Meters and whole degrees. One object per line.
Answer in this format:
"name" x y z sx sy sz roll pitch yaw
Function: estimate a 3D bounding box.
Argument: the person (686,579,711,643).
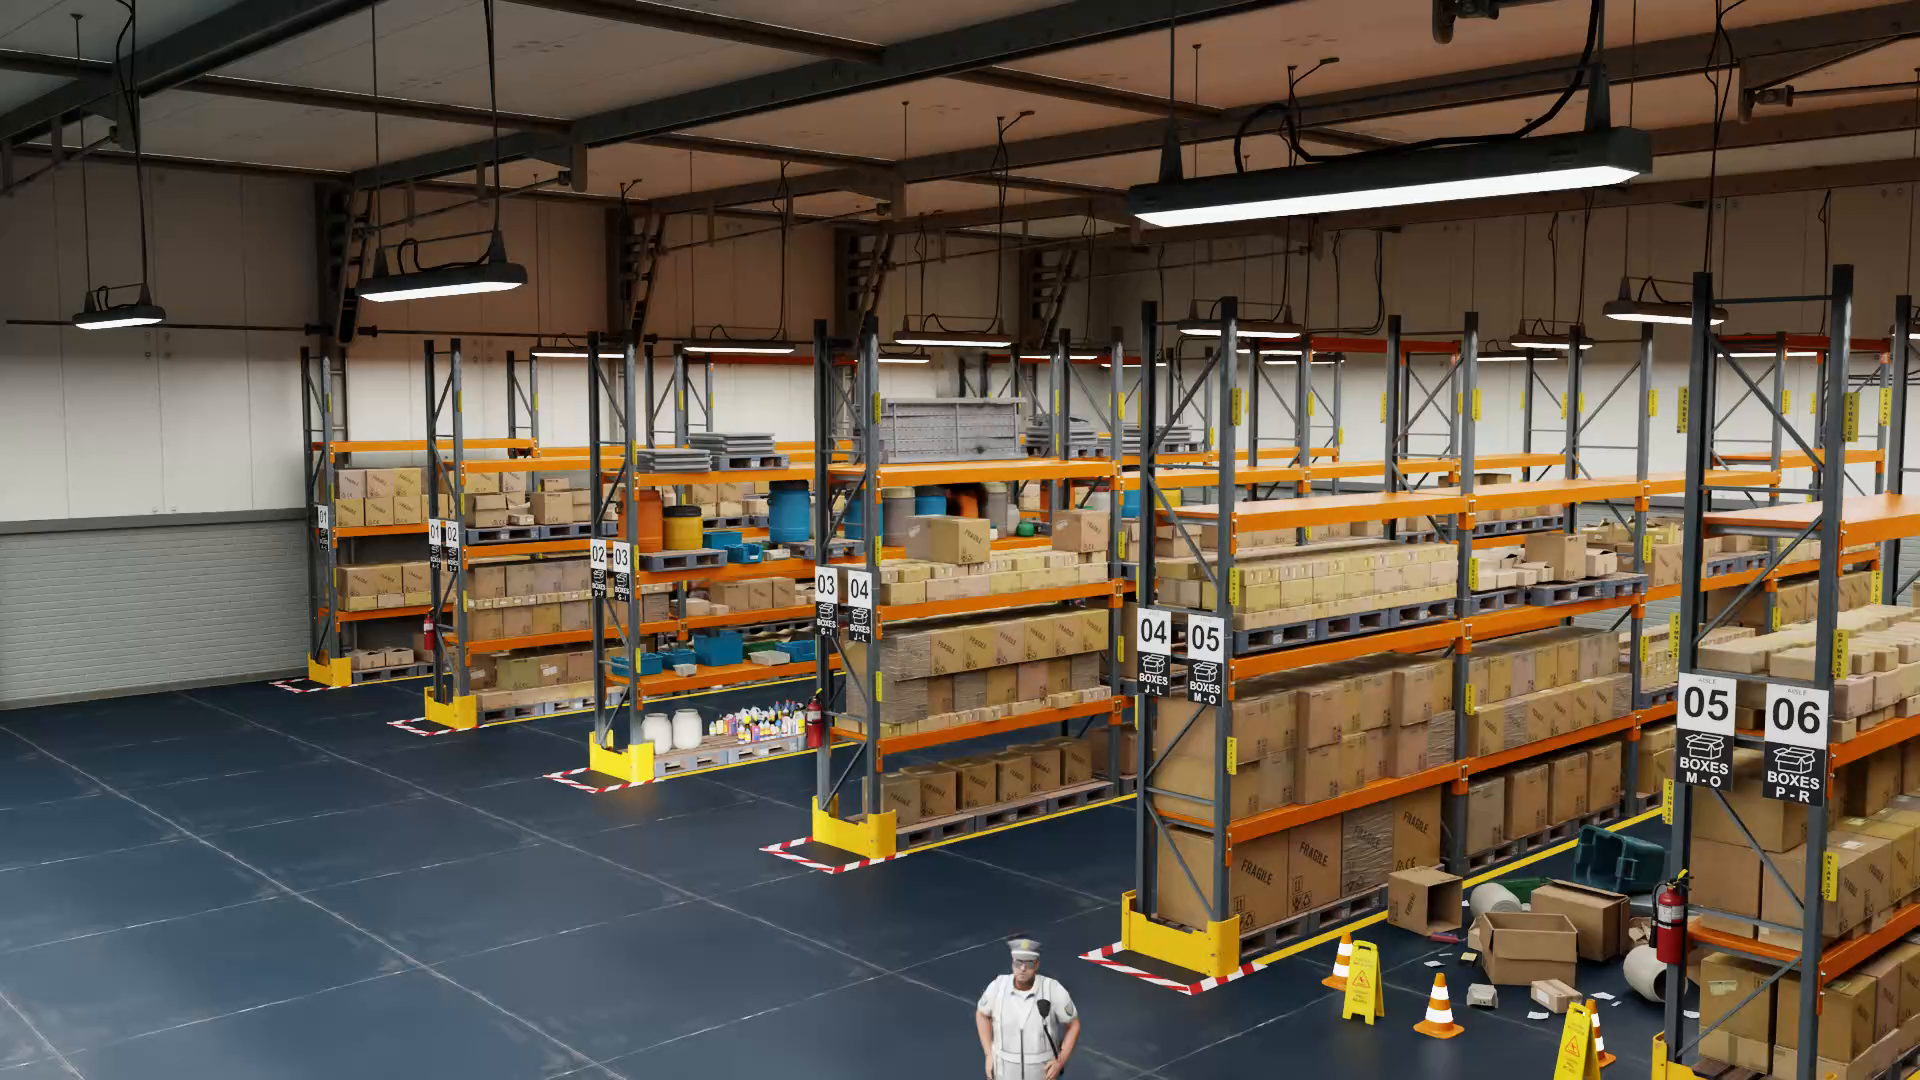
"person" -4.935 1.552 31.246 0.691 1.728 0.716 4 7 42

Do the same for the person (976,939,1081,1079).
"person" 0.429 3.369 10.620 0.680 1.771 0.816 1 5 7
